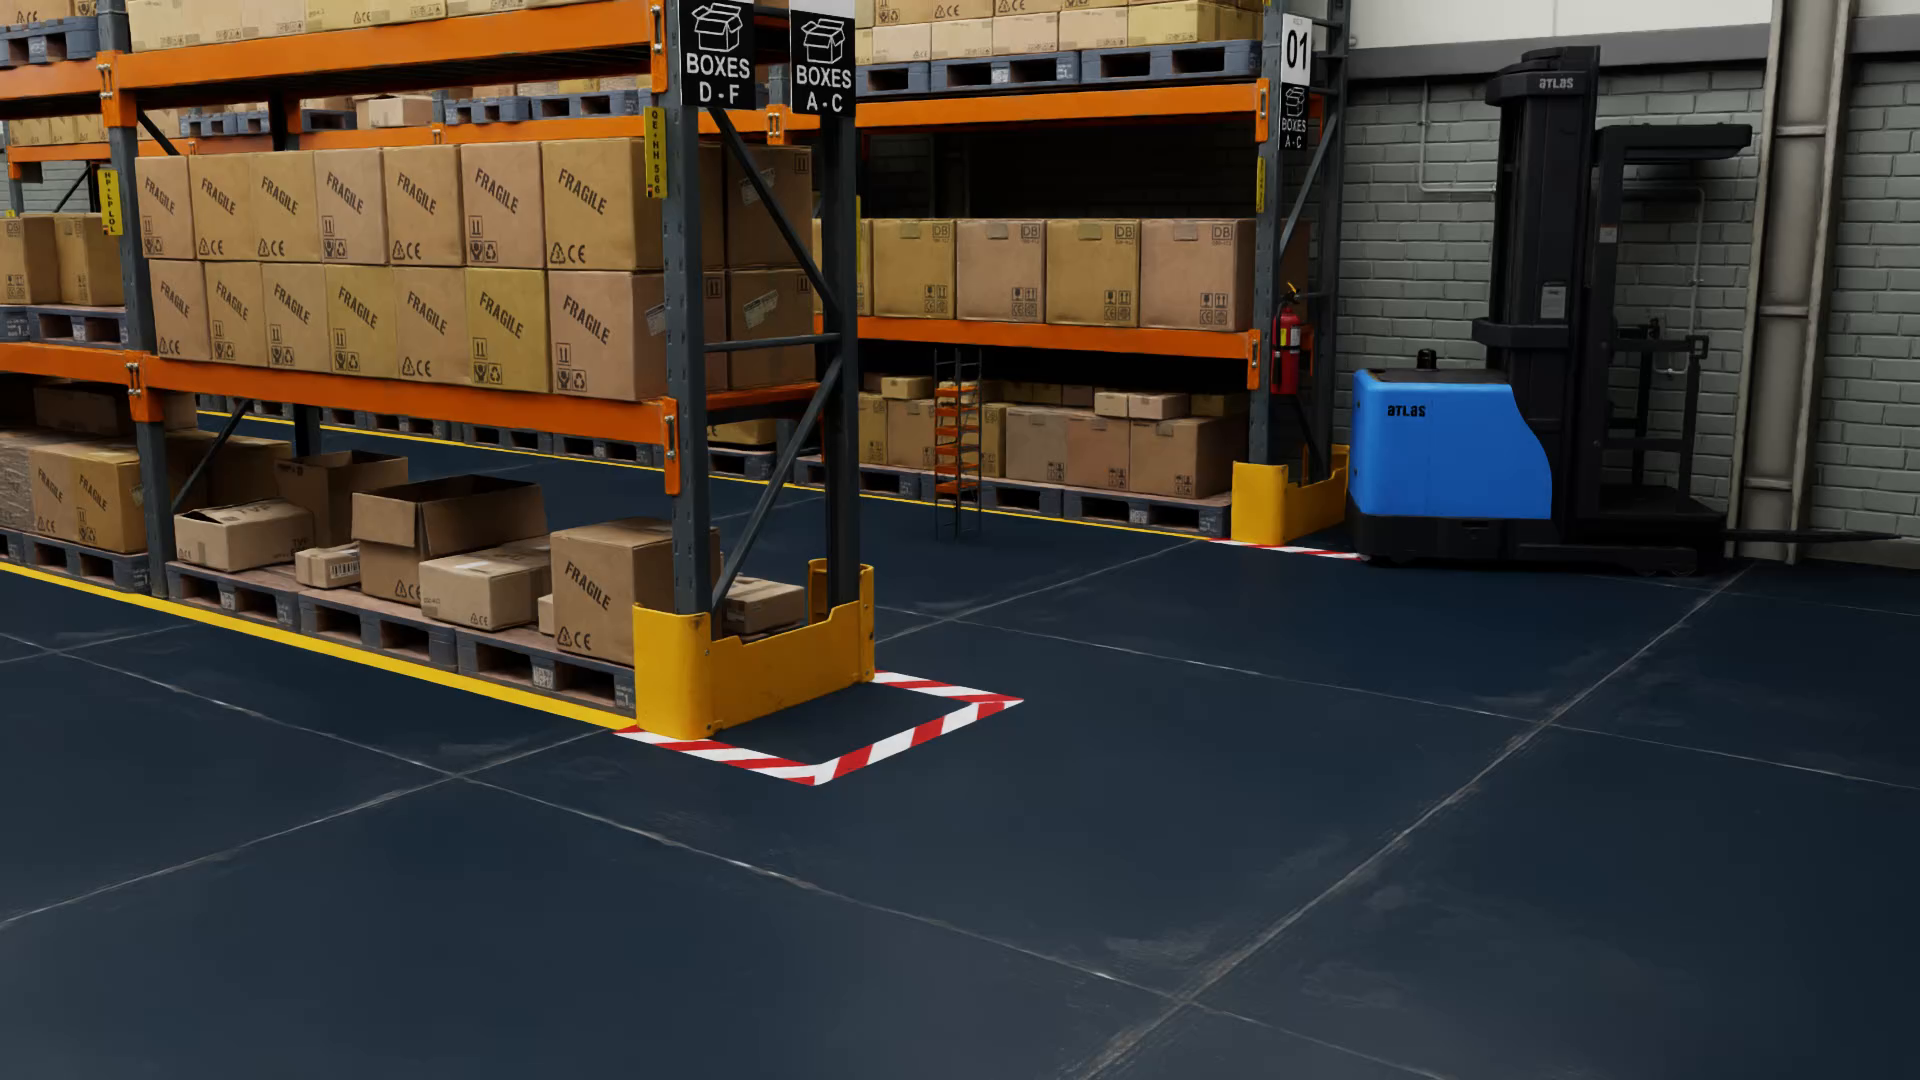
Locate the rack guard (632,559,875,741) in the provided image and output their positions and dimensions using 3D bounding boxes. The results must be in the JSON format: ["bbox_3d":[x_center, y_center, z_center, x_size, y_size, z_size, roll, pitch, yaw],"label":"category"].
[{"bbox_3d":[-0.837,0.434,6.972,0.348,0.500,1.175,8,13,36],"label":"rack guard"}]

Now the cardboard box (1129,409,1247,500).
[{"bbox_3d":[1.530,-0.586,11.138,0.500,0.500,0.700,8,13,36],"label":"cardboard box"}]

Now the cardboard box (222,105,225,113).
[{"bbox_3d":[-7.764,-4.518,17.774,0.500,0.500,0.500,9,14,37],"label":"cardboard box"}]

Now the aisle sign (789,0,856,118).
[{"bbox_3d":[-0.547,-2.099,6.636,0.004,0.787,0.394,8,13,36],"label":"aisle sign"}]

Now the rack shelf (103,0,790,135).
[{"bbox_3d":[-2.388,-2.129,7.636,4.000,0.370,1.077,8,13,36],"label":"rack shelf"}]

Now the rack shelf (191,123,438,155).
[{"bbox_3d":[-5.907,-3.788,16.208,4.000,0.370,1.077,8,13,36],"label":"rack shelf"}]

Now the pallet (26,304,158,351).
[{"bbox_3d":[-4.579,-1.247,9.584,1.213,0.211,1.003,8,13,36],"label":"pallet"}]

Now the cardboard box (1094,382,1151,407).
[{"bbox_3d":[1.139,-1.006,11.602,0.250,0.149,0.380,8,14,36],"label":"cardboard box"}]

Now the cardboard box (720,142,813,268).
[{"bbox_3d":[-0.977,-1.415,7.053,0.500,0.500,0.500,8,14,37],"label":"cardboard box"}]

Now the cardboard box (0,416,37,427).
[{"bbox_3d":[-5.914,-0.546,10.877,0.500,0.500,0.500,7,13,34],"label":"cardboard box"}]

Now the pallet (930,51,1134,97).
[{"bbox_3d":[0.562,-3.192,11.468,1.213,0.211,1.003,8,13,36],"label":"pallet"}]

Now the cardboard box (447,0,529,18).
[{"bbox_3d":[-1.742,-2.259,6.809,0.500,0.250,0.500,8,13,36],"label":"cardboard box"}]

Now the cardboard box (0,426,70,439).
[{"bbox_3d":[-5.776,-0.405,10.150,0.500,0.500,0.500,7,13,34],"label":"cardboard box"}]

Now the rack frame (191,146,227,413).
[{"bbox_3d":[-7.519,-2.893,17.586,0.127,3.000,1.000,8,13,36],"label":"rack frame"}]

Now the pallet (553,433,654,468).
[{"bbox_3d":[-2.725,-0.837,14.299,1.213,0.211,1.003,8,13,36],"label":"pallet"}]

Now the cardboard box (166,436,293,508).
[{"bbox_3d":[-4.245,-0.315,9.685,0.500,0.500,0.500,7,13,33],"label":"cardboard box"}]

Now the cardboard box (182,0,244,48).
[{"bbox_3d":[-3.354,-2.484,7.972,0.500,0.250,0.500,8,13,36],"label":"cardboard box"}]

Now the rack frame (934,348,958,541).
[{"bbox_3d":[-0.085,-0.601,10.477,0.006,1.200,0.240,8,13,36],"label":"rack frame"}]

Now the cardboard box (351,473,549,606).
[{"bbox_3d":[-2.482,-0.015,8.123,0.637,0.503,0.797,8,13,36],"label":"cardboard box"}]

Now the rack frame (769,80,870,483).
[{"bbox_3d":[-1.070,-1.994,12.937,0.127,3.000,1.000,8,13,36],"label":"rack frame"}]

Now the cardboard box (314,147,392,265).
[{"bbox_3d":[-2.539,-1.505,7.516,0.500,0.500,0.500,8,14,37],"label":"cardboard box"}]

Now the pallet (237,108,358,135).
[{"bbox_3d":[-6.246,-4.072,16.276,1.003,0.211,1.213,8,13,36],"label":"pallet"}]

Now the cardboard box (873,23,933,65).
[{"bbox_3d":[-0.267,-3.470,11.700,0.500,0.250,0.500,8,13,34],"label":"cardboard box"}]

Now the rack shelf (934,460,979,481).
[{"bbox_3d":[-0.012,-0.429,10.455,0.180,0.103,0.258,8,13,36],"label":"rack shelf"}]

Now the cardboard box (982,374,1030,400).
[{"bbox_3d":[0.314,-1.121,12.194,0.250,0.149,0.380,8,14,36],"label":"cardboard box"}]

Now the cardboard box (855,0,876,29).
[{"bbox_3d":[-0.662,-3.893,11.910,0.500,0.500,0.500,8,13,35],"label":"cardboard box"}]

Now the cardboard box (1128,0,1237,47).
[{"bbox_3d":[1.406,-3.240,10.508,0.500,0.250,0.500,8,14,37],"label":"cardboard box"}]

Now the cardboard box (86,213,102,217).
[{"bbox_3d":[-9.307,-3.375,18.446,0.500,0.500,0.500,8,14,37],"label":"cardboard box"}]

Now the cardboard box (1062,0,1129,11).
[{"bbox_3d":[1.005,-3.665,10.730,0.500,0.500,0.500,8,14,37],"label":"cardboard box"}]

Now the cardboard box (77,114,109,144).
[{"bbox_3d":[-9.344,-4.618,18.289,0.500,0.500,0.500,9,14,39],"label":"cardboard box"}]

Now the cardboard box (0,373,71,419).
[{"bbox_3d":[-6.283,-0.967,11.077,0.500,0.250,0.500,9,14,38],"label":"cardboard box"}]

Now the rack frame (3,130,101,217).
[{"bbox_3d":[-10.743,-3.343,19.911,0.127,3.000,1.000,8,13,36],"label":"rack frame"}]

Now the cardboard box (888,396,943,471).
[{"bbox_3d":[-0.125,-0.816,12.325,0.500,0.500,0.700,8,13,35],"label":"cardboard box"}]

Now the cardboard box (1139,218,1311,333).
[{"bbox_3d":[1.737,-1.747,10.873,0.700,0.700,0.980,9,14,38],"label":"cardboard box"}]

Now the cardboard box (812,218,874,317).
[{"bbox_3d":[-0.643,-2.077,12.581,0.700,0.700,0.980,8,14,36],"label":"cardboard box"}]

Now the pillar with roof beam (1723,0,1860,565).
[{"bbox_3d":[2.294,-3.659,5.752,0.400,9.000,9.100,8,13,36],"label":"pillar with roof beam"}]

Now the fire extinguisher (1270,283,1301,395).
[{"bbox_3d":[2.002,-1.235,10.203,0.183,0.674,0.296,8,13,36],"label":"fire extinguisher"}]

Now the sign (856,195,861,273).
[{"bbox_3d":[-0.455,-1.293,7.038,0.005,0.325,0.100,8,13,36],"label":"sign"}]

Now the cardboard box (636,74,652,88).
[{"bbox_3d":[-2.202,-3.900,13.472,0.500,0.500,0.700,8,13,34],"label":"cardboard box"}]

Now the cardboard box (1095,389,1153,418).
[{"bbox_3d":[1.112,-0.920,11.155,0.250,0.149,0.380,8,14,37],"label":"cardboard box"}]

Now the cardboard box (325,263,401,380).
[{"bbox_3d":[-2.523,-1.014,7.612,0.500,0.500,0.500,8,13,35],"label":"cardboard box"}]

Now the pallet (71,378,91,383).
[{"bbox_3d":[-10.047,-1.868,19.632,1.213,0.211,1.003,8,13,36],"label":"pallet"}]

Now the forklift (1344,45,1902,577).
[{"bbox_3d":[3.895,-1.338,9.728,3.031,2.935,1.130,1,11,8],"label":"forklift"}]

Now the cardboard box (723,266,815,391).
[{"bbox_3d":[-0.977,-0.924,7.148,0.500,0.500,0.500,8,14,37],"label":"cardboard box"}]

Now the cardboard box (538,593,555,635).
[{"bbox_3d":[-1.633,0.307,7.346,0.250,0.166,0.380,8,13,36],"label":"cardboard box"}]

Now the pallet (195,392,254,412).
[{"bbox_3d":[-8.081,-1.594,18.214,1.213,0.211,1.003,8,13,36],"label":"pallet"}]

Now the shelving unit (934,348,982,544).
[{"bbox_3d":[-0.012,-0.591,10.424,0.189,1.200,0.258,8,13,36],"label":"shelving unit"}]

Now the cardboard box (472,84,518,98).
[{"bbox_3d":[-3.877,-4.136,14.695,0.500,0.500,0.700,7,13,31],"label":"cardboard box"}]

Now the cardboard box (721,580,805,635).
[{"bbox_3d":[-0.910,0.299,7.435,0.250,0.149,0.380,8,13,36],"label":"cardboard box"}]

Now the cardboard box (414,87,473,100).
[{"bbox_3d":[-4.739,-4.091,15.566,0.500,0.500,0.500,8,14,36],"label":"cardboard box"}]
